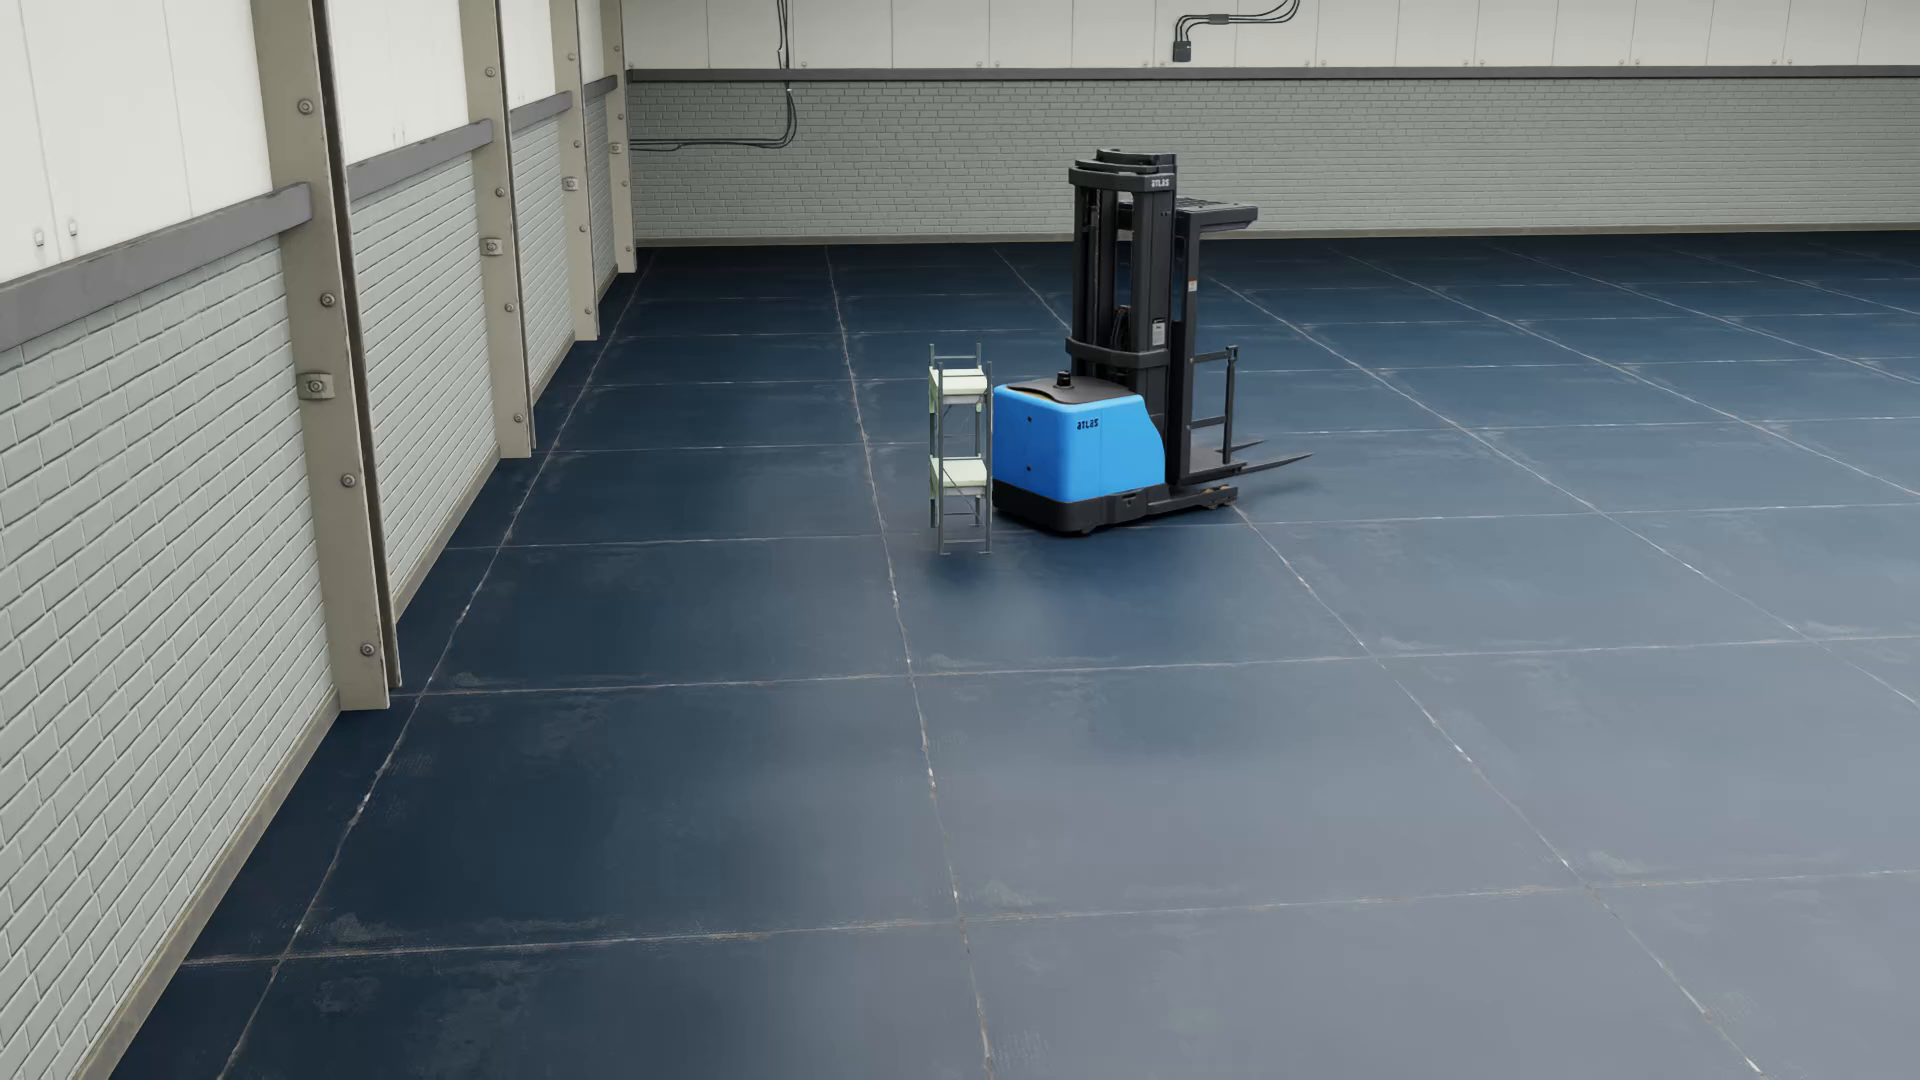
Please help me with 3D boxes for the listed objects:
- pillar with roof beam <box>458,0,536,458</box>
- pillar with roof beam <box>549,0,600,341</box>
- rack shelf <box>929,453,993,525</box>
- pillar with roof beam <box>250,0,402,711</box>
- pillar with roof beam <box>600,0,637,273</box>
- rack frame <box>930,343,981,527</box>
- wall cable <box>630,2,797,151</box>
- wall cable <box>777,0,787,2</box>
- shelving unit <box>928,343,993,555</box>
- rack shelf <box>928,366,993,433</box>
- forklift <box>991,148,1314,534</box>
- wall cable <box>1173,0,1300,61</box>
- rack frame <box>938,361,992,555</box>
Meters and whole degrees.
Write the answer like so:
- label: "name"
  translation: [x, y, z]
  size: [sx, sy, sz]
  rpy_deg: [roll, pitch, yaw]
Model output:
- label: "pillar with roof beam"
  translation: [0.062, -5.258, 14.902]
  size: [9.100, 9.000, 0.400]
  rpy_deg: [-2, 18, -6]
- label: "pillar with roof beam"
  translation: [-0.557, -7.046, 20.596]
  size: [9.100, 9.000, 0.400]
  rpy_deg: [-2, 18, -6]
- label: "rack shelf"
  translation: [-0.001, -0.407, 13.056]
  size: [0.431, 0.370, 0.720]
  rpy_deg: [-2, 18, -6]
- label: "pillar with roof beam"
  translation: [0.681, -3.470, 9.208]
  size: [9.100, 9.000, 0.400]
  rpy_deg: [-2, 18, -6]
- label: "pillar with roof beam"
  translation: [-1.175, -8.833, 26.290]
  size: [9.100, 9.000, 0.400]
  rpy_deg: [-2, 18, -6]
- label: "rack frame"
  translation: [-0.038, -0.827, 13.306]
  size: [0.400, 1.500, 0.023]
  rpy_deg: [-2, 18, -6]
- label: "wall cable"
  translation: [-4.446, -8.137, 29.257]
  size: [3.097, 2.526, 0.112]
  rpy_deg: [-2, 18, -6]
- label: "wall cable"
  translation: [-1.755, -10.631, 28.767]
  size: [3.097, 2.526, 0.112]
  rpy_deg: [-2, 18, -6]
- label: "shelving unit"
  translation: [-0.001, -0.718, 12.959]
  size: [0.431, 1.500, 0.755]
  rpy_deg: [-2, 18, -6]
- label: "rack shelf"
  translation: [-0.001, -1.090, 12.842]
  size: [0.431, 0.370, 0.720]
  rpy_deg: [-2, 18, -6]
- label: "forklift"
  translation: [1.745, -1.773, 13.932]
  size: [3.031, 2.935, 1.130]
  rpy_deg: [-12, 21, -34]
- label: "wall cable"
  translation: [4.998, -11.530, 29.202]
  size: [2.305, 6.003, 0.169]
  rpy_deg: [-2, 18, -6]
- label: "rack frame"
  translation: [0.037, -0.609, 12.611]
  size: [0.400, 1.500, 0.023]
  rpy_deg: [-2, 18, -6]
